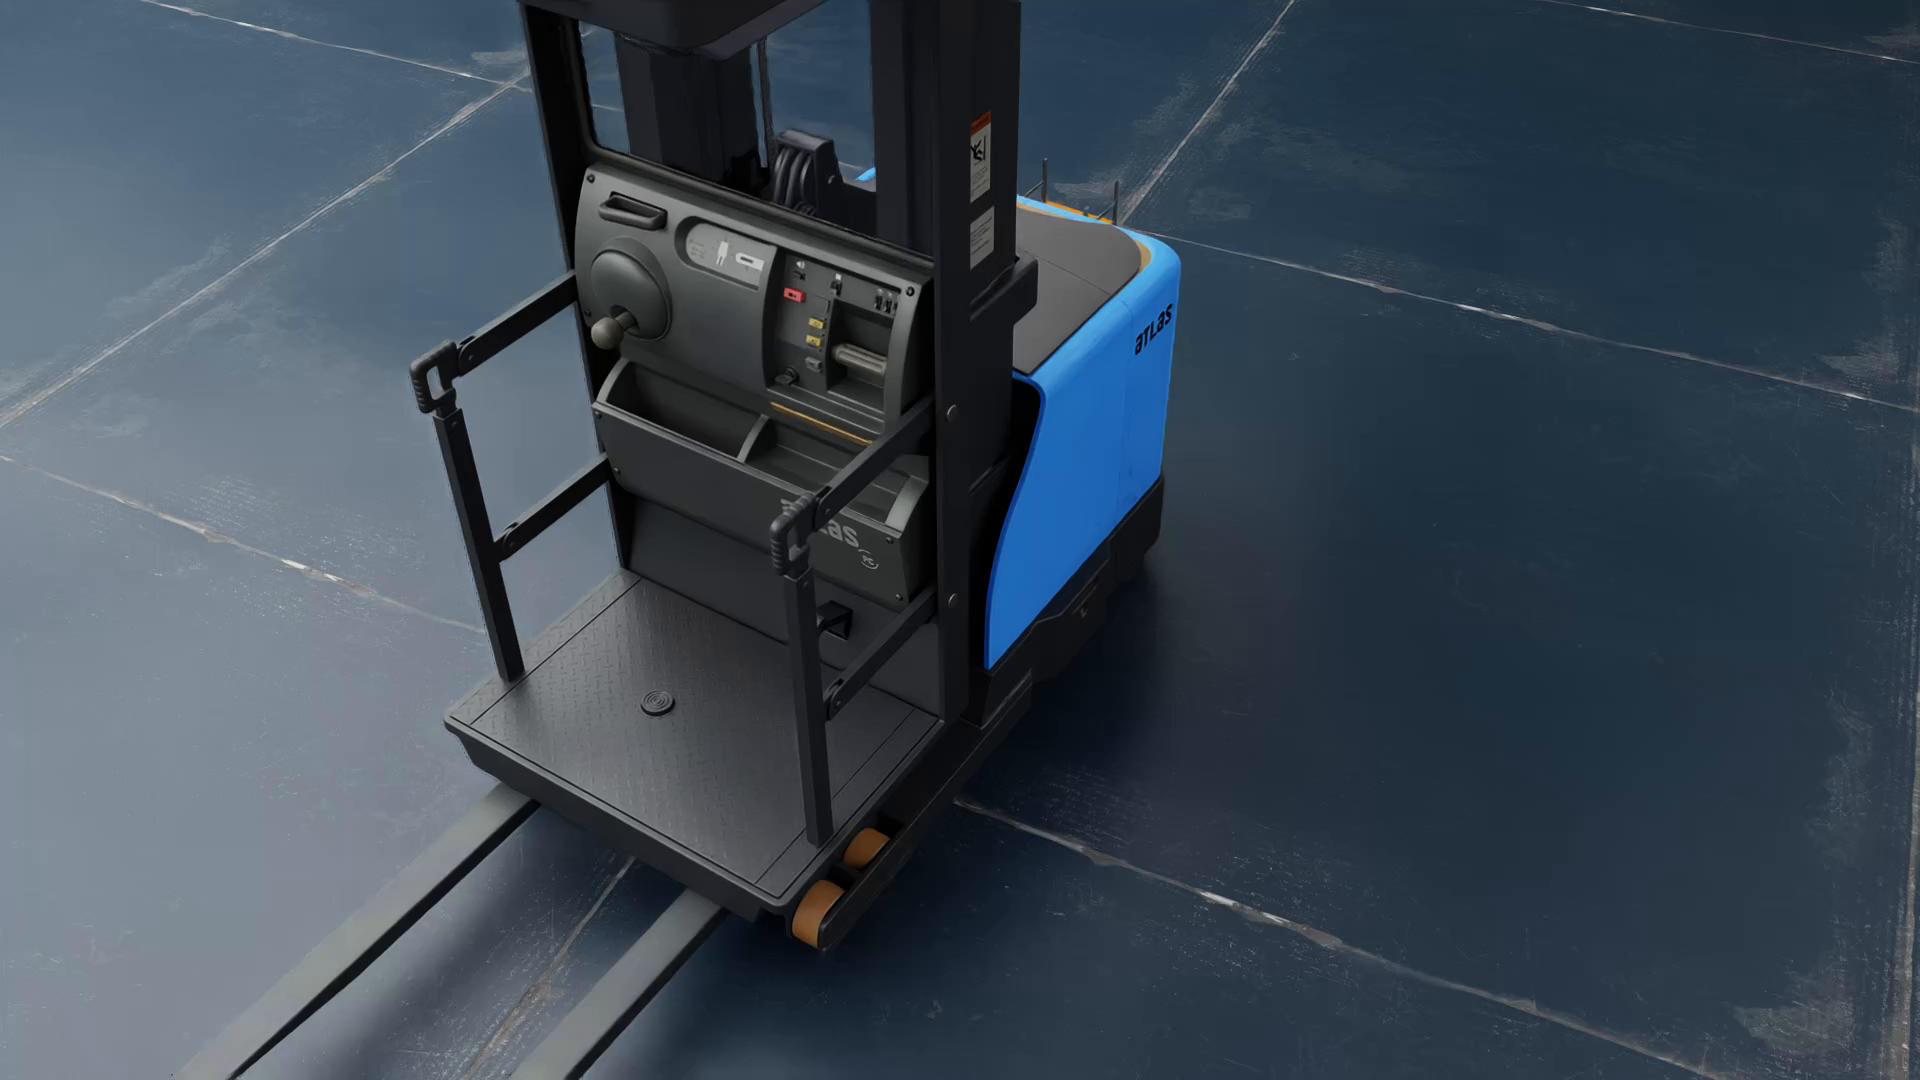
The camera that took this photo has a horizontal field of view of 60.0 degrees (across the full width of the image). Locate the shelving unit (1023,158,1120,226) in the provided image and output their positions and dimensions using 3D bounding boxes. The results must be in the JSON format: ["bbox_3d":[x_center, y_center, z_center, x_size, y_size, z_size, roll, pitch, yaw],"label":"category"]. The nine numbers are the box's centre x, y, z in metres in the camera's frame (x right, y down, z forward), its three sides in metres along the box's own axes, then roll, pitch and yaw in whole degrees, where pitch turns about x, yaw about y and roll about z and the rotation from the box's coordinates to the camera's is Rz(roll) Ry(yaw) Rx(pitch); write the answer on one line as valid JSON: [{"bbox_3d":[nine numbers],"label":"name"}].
[{"bbox_3d":[0.307,-0.644,5.191,0.252,1.050,0.215,23,46,24],"label":"shelving unit"}]

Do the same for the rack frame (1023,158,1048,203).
[{"bbox_3d":[0.204,-0.687,5.241,0.008,1.050,0.200,23,46,24],"label":"rack frame"}]

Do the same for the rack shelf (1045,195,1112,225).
[{"bbox_3d":[0.307,-0.850,5.012,0.240,0.259,0.215,23,46,24],"label":"rack shelf"}]

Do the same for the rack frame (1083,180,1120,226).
[{"bbox_3d":[0.410,-0.600,5.141,0.008,1.050,0.200,23,46,24],"label":"rack frame"}]

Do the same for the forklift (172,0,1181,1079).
[{"bbox_3d":[-0.600,-0.460,3.543,1.130,2.935,3.031,23,46,24],"label":"forklift"}]
